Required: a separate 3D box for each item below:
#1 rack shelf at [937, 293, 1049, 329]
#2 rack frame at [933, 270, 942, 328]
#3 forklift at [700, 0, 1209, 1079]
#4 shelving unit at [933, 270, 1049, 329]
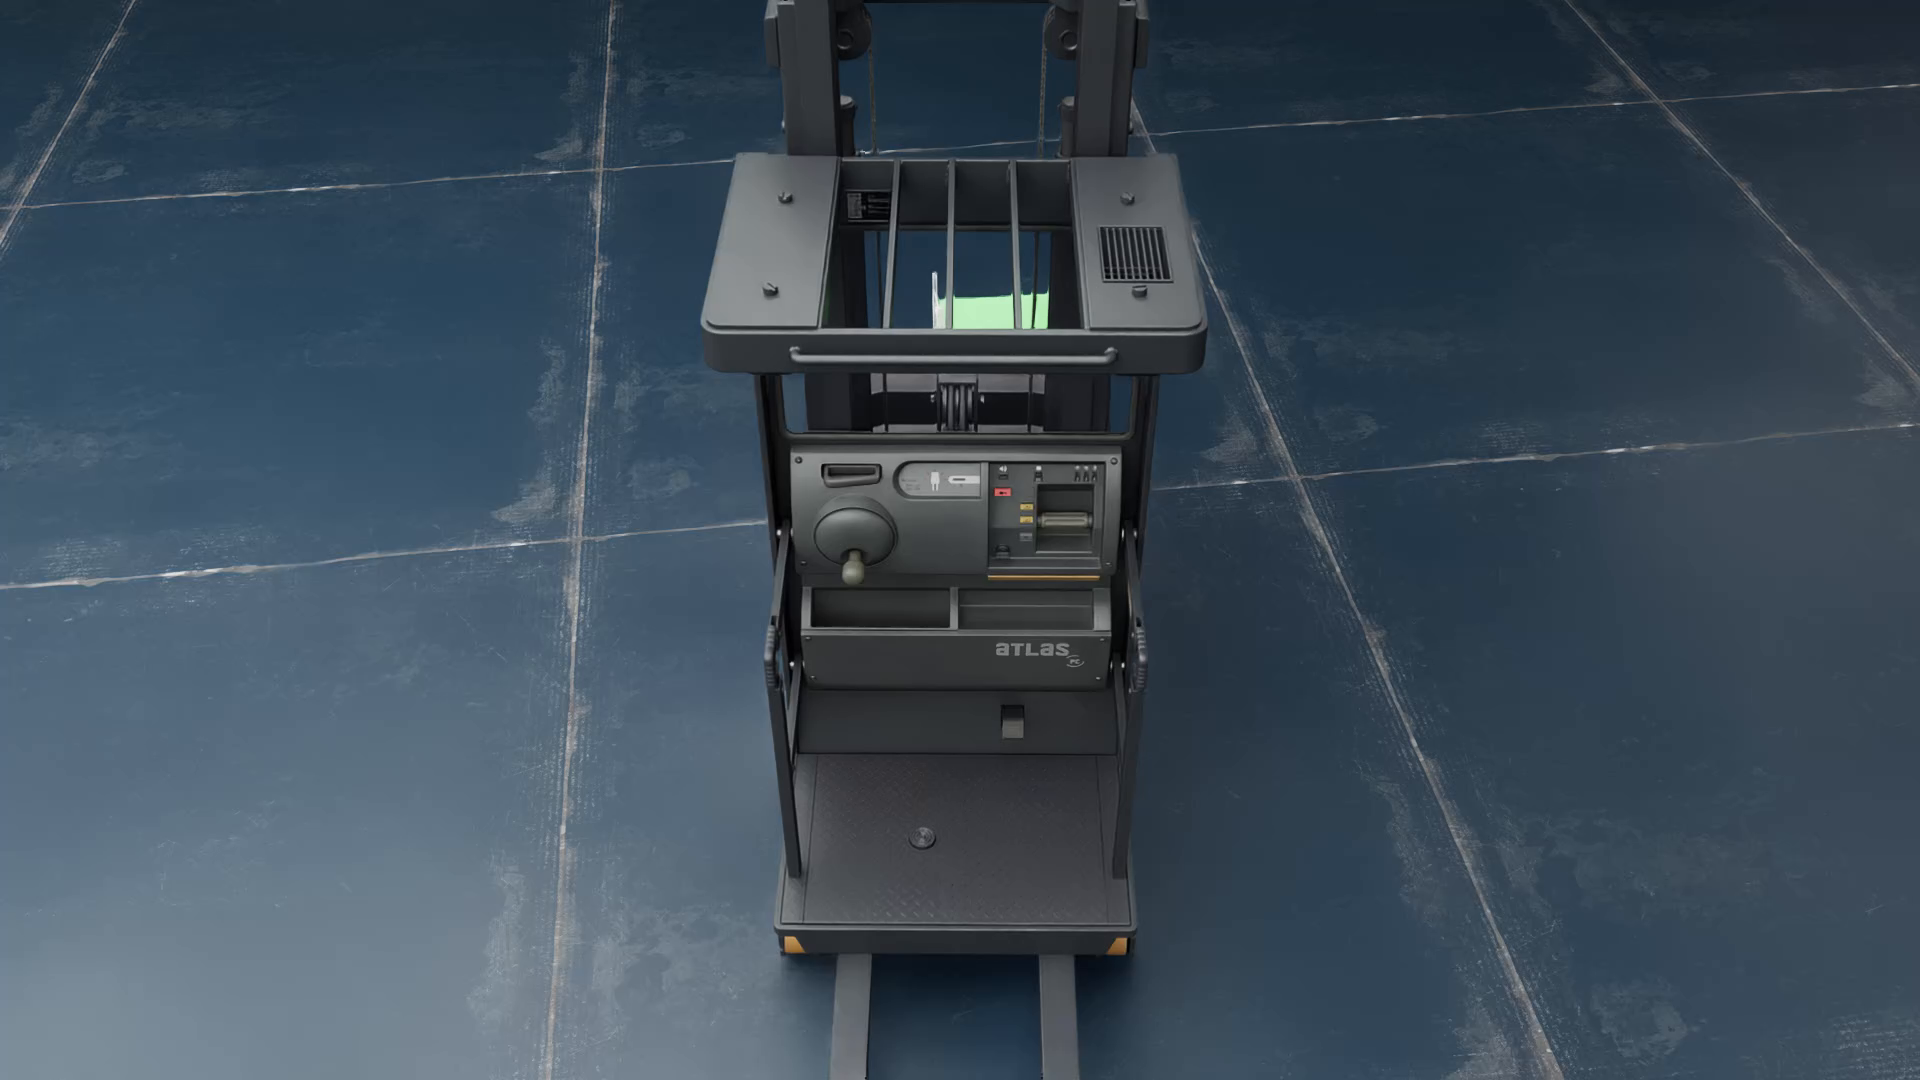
[{"bbox_3d":[0.161,-0.778,6.095,0.480,0.148,0.258,-3,42,-3],"label":"rack shelf"},{"bbox_3d":[-0.083,-0.456,6.360,0.015,1.200,0.240,-3,42,-3],"label":"rack frame"},{"bbox_3d":[-0.010,0.015,4.545,1.130,2.935,3.031,0,42,0],"label":"forklift"},{"bbox_3d":[0.161,-0.469,6.374,0.503,1.200,0.258,-3,42,-3],"label":"shelving unit"}]
